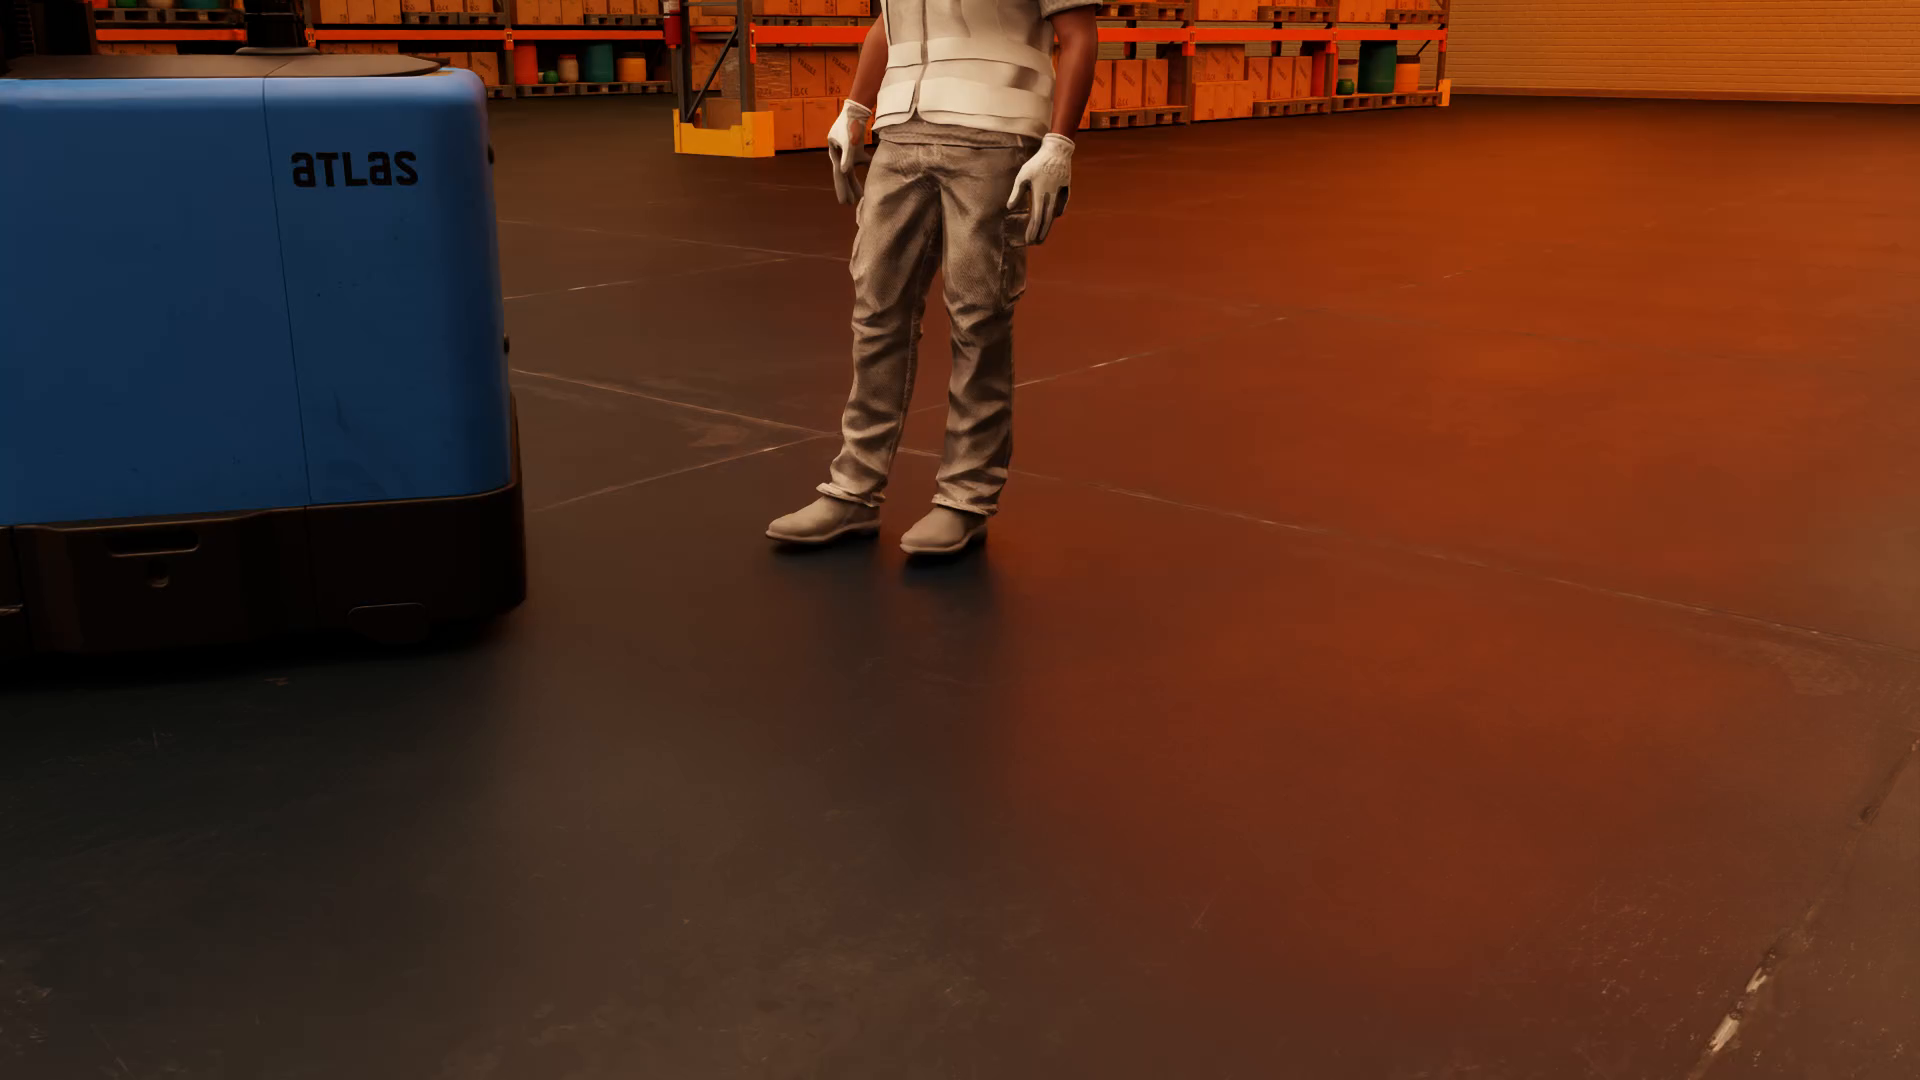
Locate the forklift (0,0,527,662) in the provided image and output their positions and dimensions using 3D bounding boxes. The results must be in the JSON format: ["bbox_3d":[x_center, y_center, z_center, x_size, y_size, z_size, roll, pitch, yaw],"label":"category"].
[{"bbox_3d":[-2.438,-1.227,2.938,3.031,2.935,1.130,-4,17,-14],"label":"forklift"}]

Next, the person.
[{"bbox_3d":[-0.052,-0.846,3.633,0.656,1.782,0.577,13,21,37],"label":"person"}]
